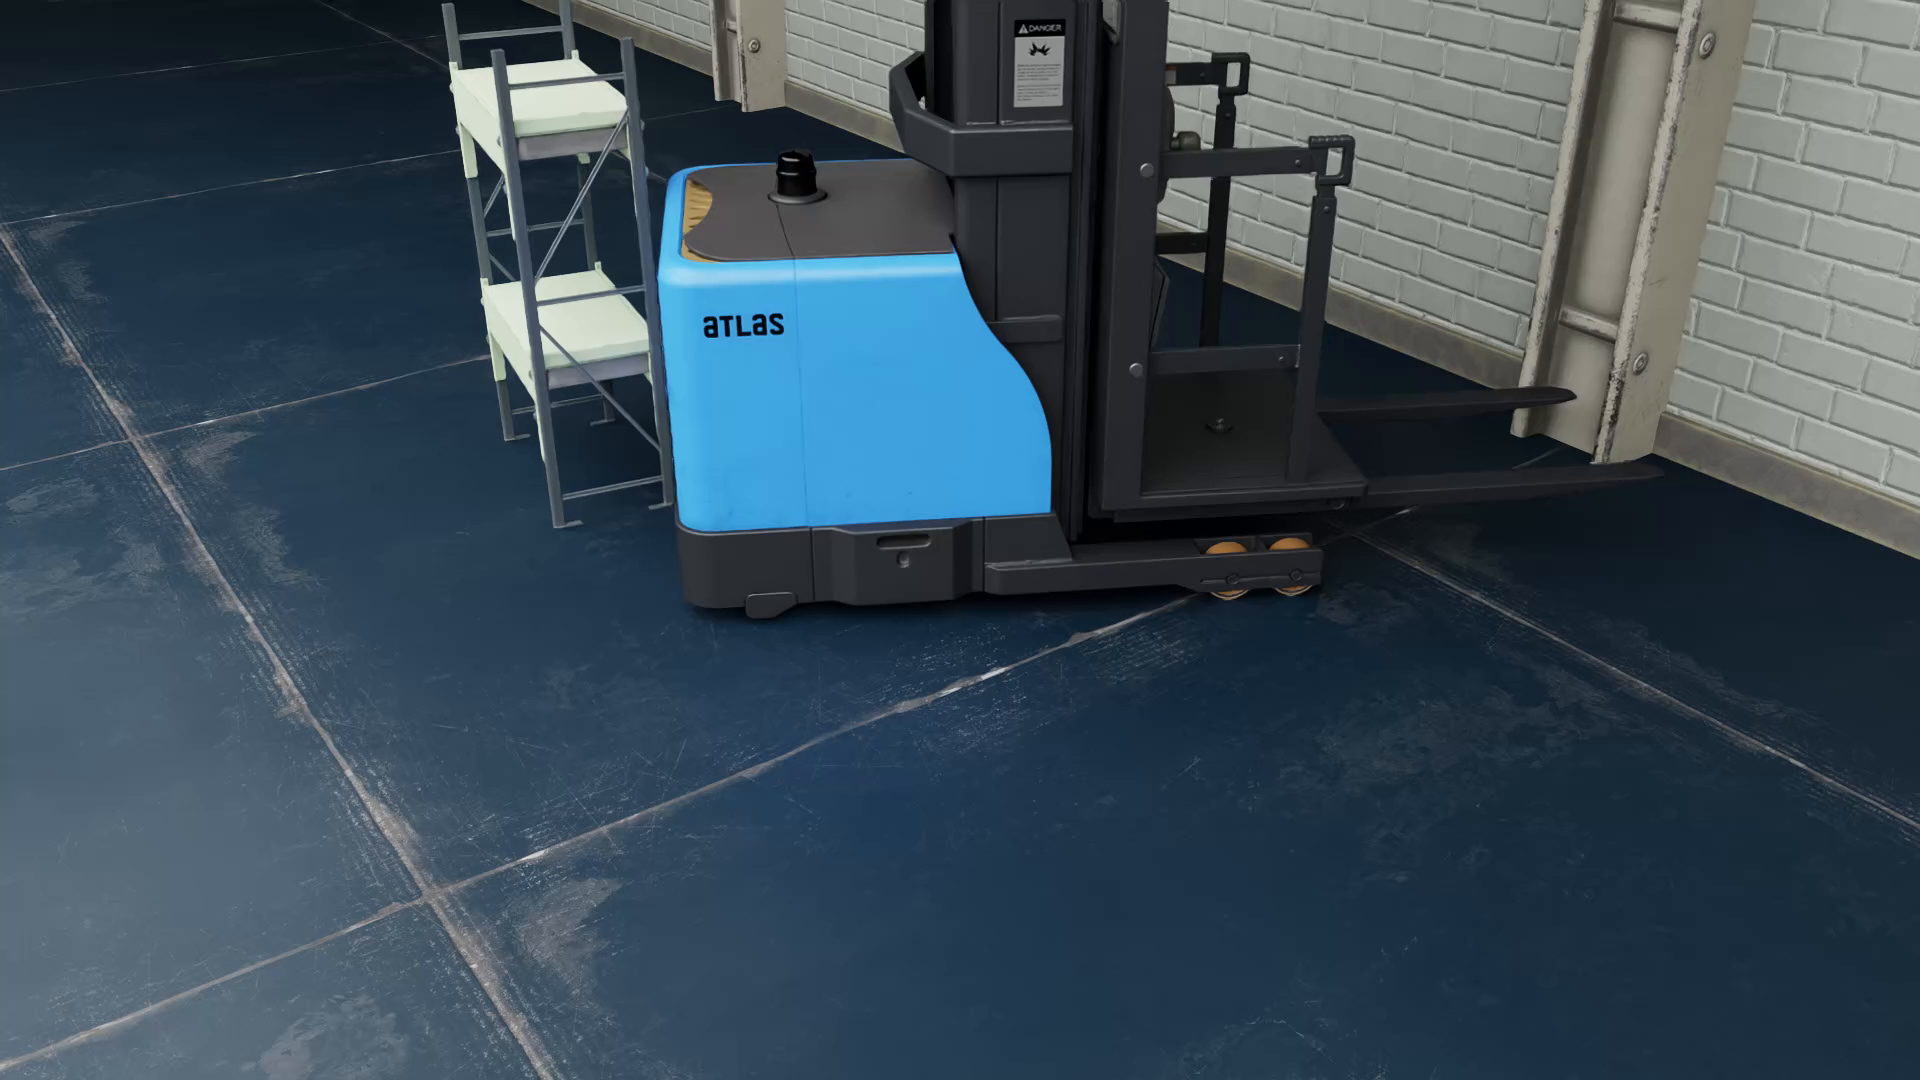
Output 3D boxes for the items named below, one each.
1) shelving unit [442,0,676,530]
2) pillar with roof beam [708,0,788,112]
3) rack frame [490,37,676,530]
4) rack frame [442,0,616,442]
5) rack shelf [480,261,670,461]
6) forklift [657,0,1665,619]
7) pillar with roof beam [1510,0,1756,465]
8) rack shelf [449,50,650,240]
[{"bbox_3d":[-1.275,-0.893,5.323,0.431,1.500,0.755,-13,31,-22],"label":"shelving unit"},{"bbox_3d":[-4.780,-5.446,5.848,9.100,9.000,0.400,-19,34,-31],"label":"pillar with roof beam"},{"bbox_3d":[-1.116,-0.735,5.033,0.400,1.500,0.023,-13,31,-22],"label":"rack frame"},{"bbox_3d":[-1.433,-1.050,5.613,0.400,1.500,0.023,-13,31,-22],"label":"rack frame"},{"bbox_3d":[-1.275,-0.606,5.478,0.431,0.370,0.720,-13,31,-22],"label":"rack shelf"},{"bbox_3d":[0.644,-1.361,4.685,3.031,2.935,1.130,-3,29,-6],"label":"forklift"},{"bbox_3d":[-1.300,-3.113,1.553,9.100,9.000,0.400,-19,34,-31],"label":"pillar with roof beam"},{"bbox_3d":[-1.275,-1.236,5.136,0.431,0.370,0.720,-13,31,-22],"label":"rack shelf"}]
